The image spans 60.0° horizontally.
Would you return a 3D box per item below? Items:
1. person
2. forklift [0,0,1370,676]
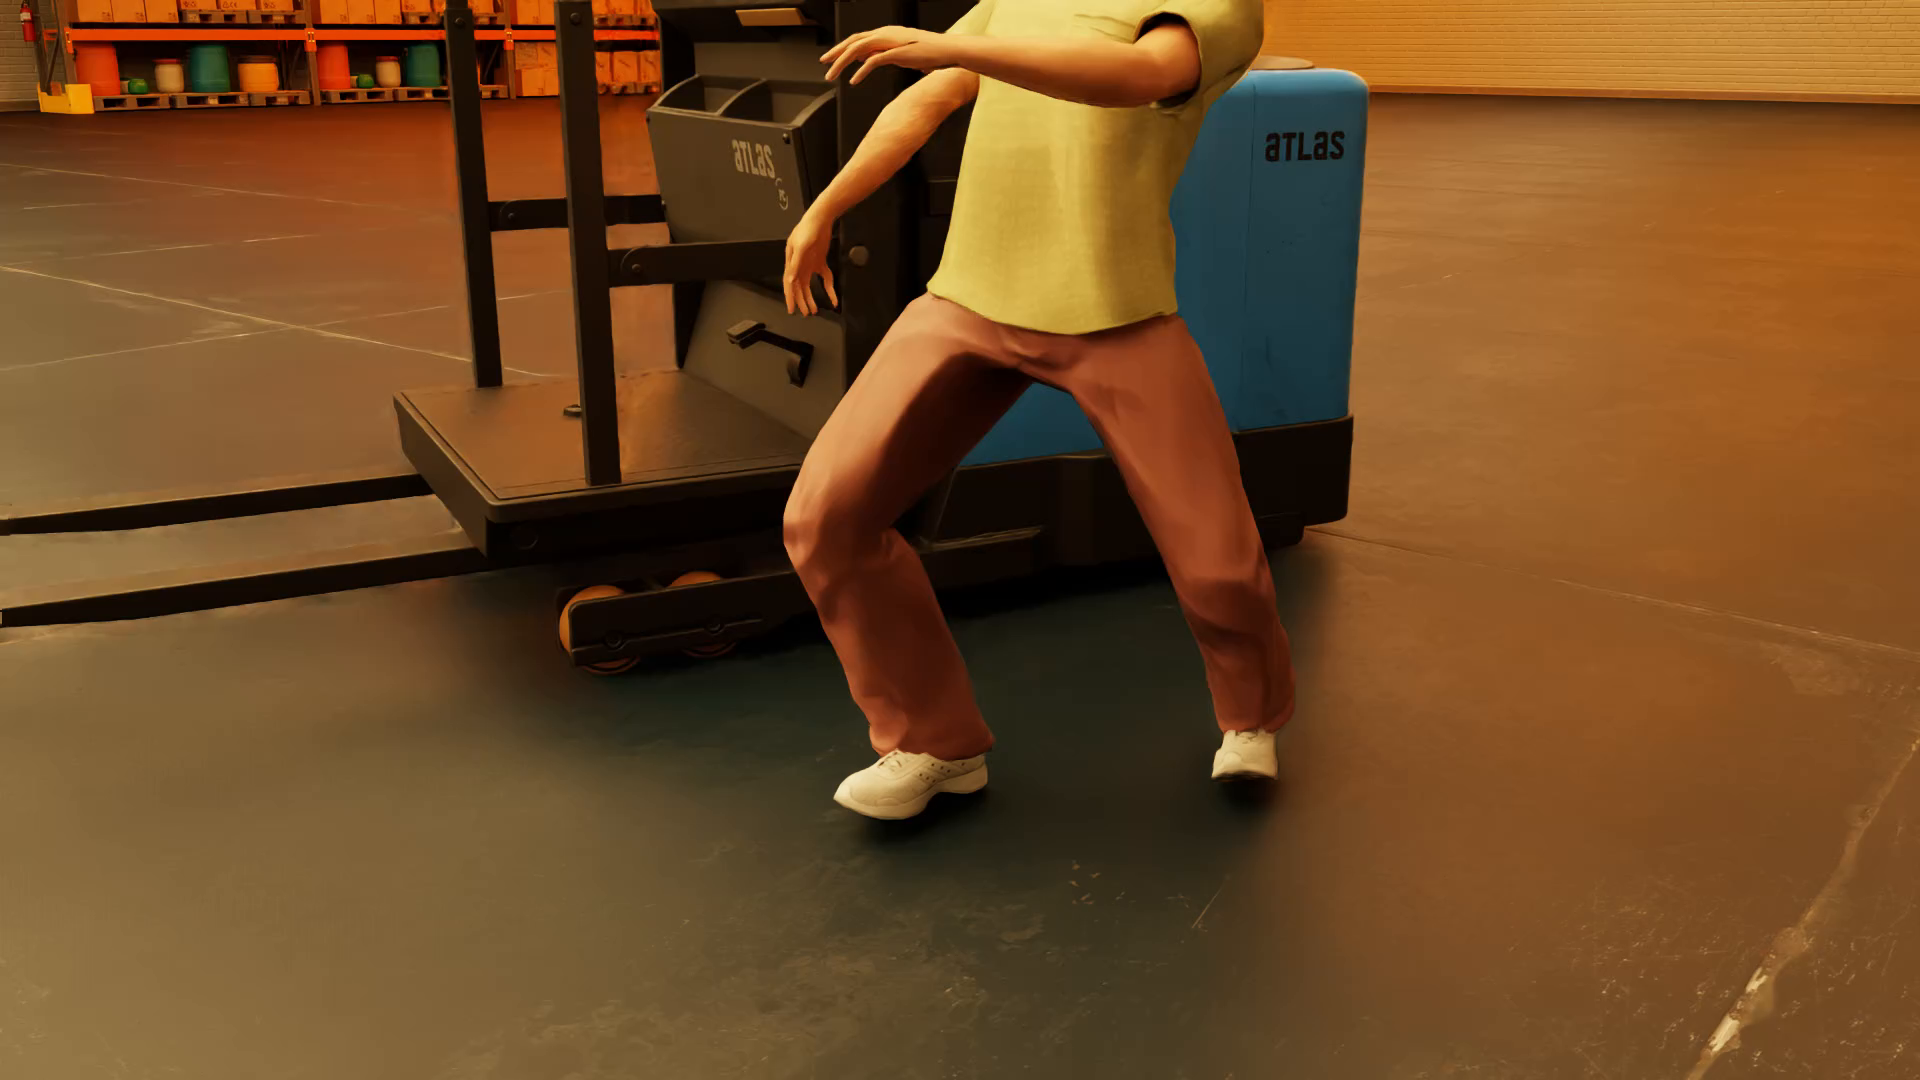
[{"bbox_3d":[0.078,-0.325,2.358,0.778,1.519,0.817,8,19,25],"label":"person"},{"bbox_3d":[-0.640,-1.324,3.258,3.031,2.935,1.130,-8,19,-26],"label":"forklift"}]
